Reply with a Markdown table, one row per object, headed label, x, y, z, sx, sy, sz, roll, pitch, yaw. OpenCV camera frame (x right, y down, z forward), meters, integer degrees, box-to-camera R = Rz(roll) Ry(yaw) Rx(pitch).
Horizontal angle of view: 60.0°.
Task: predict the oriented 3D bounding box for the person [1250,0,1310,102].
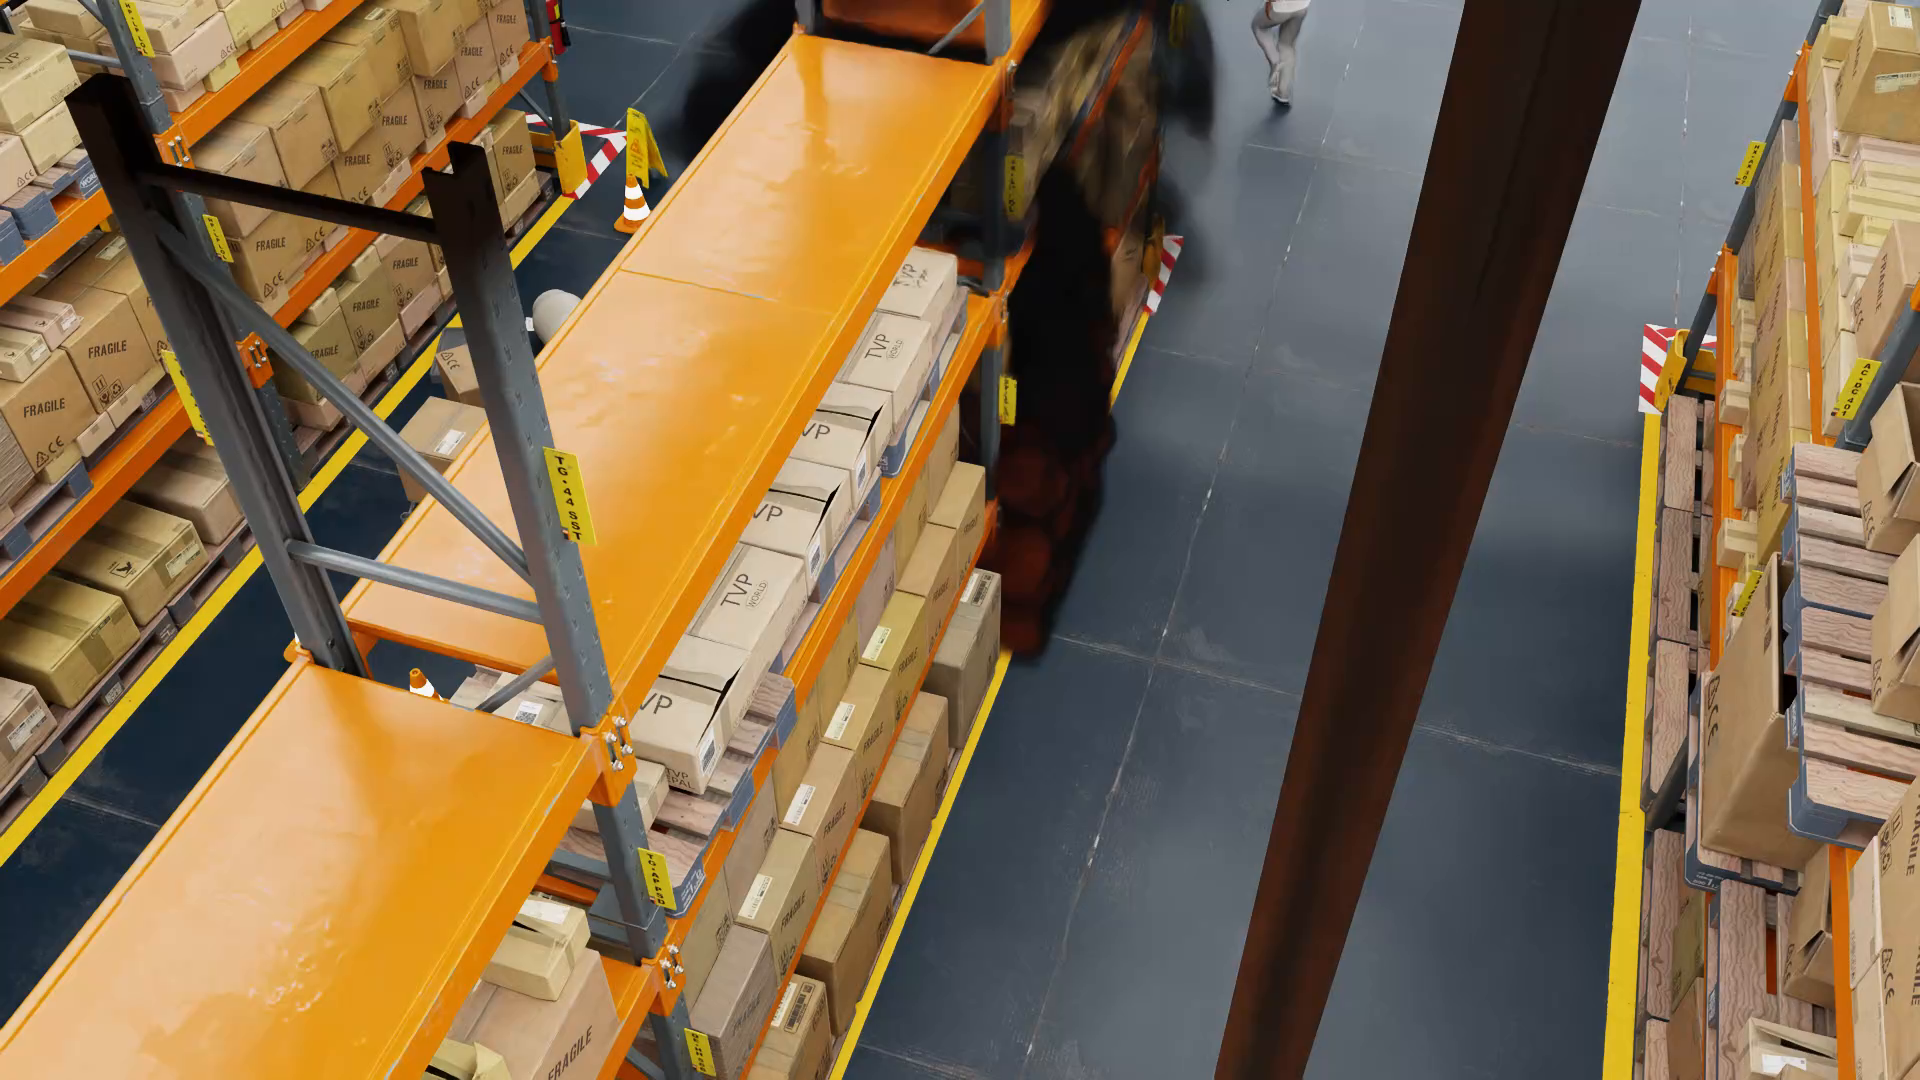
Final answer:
| label | x | y | z | sx | sy | sz | roll | pitch | yaw |
| --- | --- | --- | --- | --- | --- | --- | --- | --- | --- |
| person | 2.809 | -4.697 | 14.559 | 0.611 | 1.644 | 0.712 | -18 | 48 | -17 |
